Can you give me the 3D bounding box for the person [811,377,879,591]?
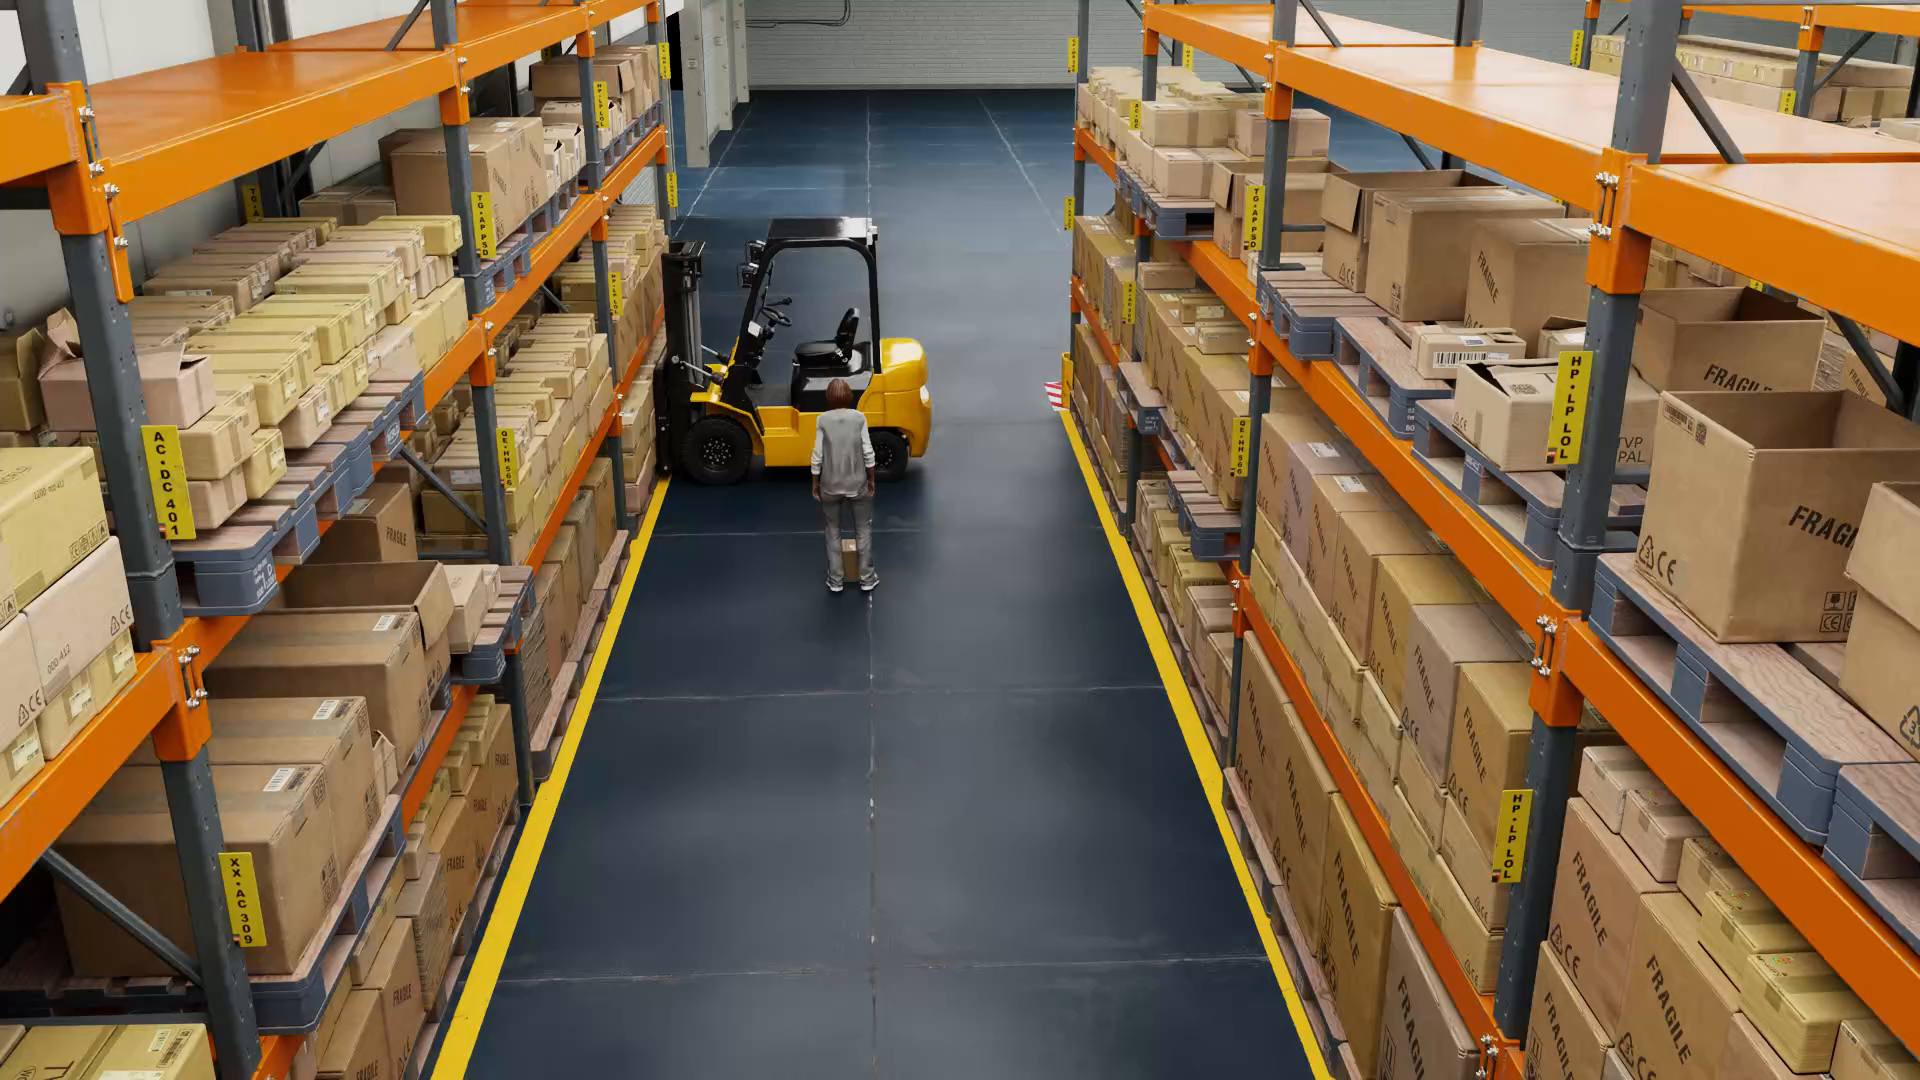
[{"bbox_3d":[-0.841,-0.384,12.126,0.483,1.583,0.341,-2,21,-5],"label":"person"}]
